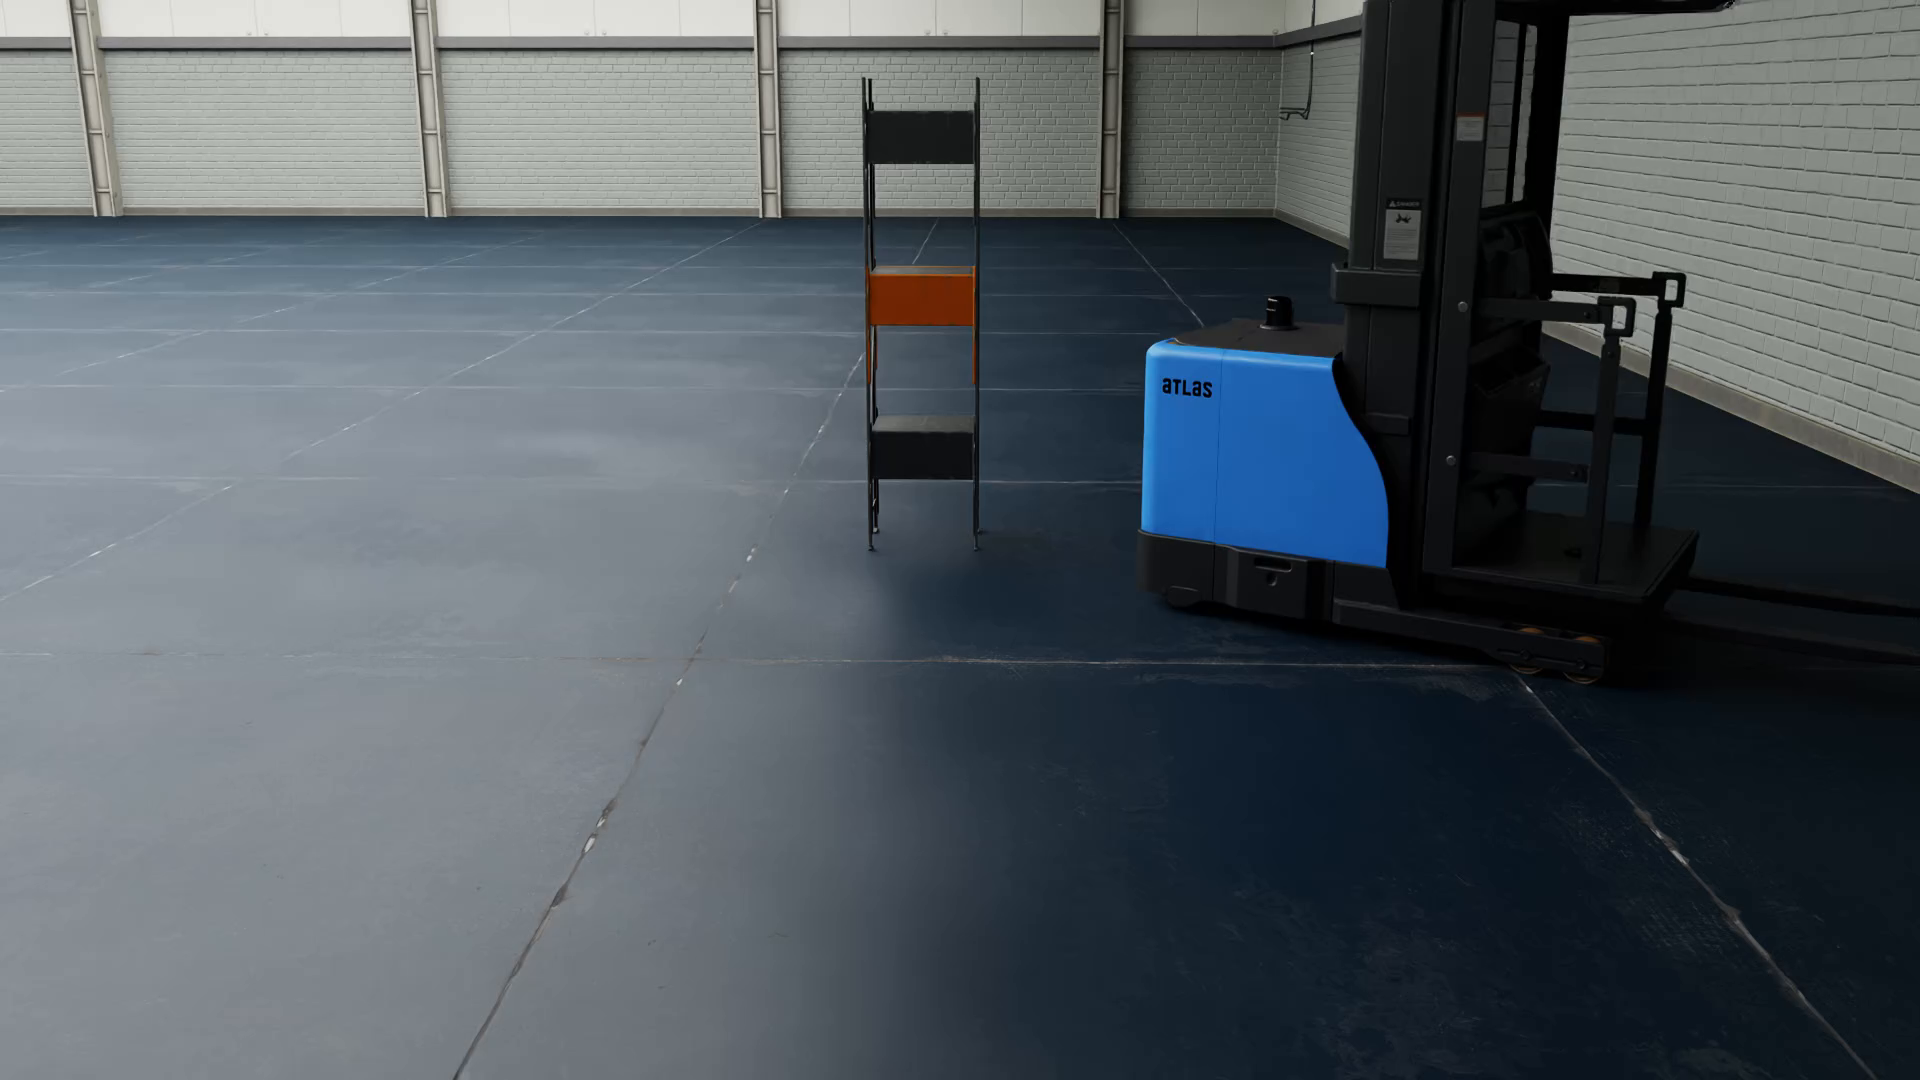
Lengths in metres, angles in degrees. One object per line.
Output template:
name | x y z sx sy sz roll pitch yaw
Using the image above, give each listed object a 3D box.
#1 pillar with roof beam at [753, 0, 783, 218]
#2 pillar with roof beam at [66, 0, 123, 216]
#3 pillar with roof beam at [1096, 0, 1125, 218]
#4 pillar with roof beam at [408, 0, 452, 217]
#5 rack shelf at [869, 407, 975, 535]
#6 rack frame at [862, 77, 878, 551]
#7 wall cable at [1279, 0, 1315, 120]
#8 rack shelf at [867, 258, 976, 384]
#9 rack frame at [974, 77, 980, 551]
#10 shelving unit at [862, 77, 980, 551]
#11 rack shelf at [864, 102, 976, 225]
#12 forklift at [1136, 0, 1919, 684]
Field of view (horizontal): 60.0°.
pillar with roof beam | -3.481 -9.031 24.432 0.400 9.000 9.100 0 15 1
pillar with roof beam | -15.477 -9.110 24.728 0.400 9.000 9.100 0 15 1
pillar with roof beam | 2.517 -8.992 24.283 0.400 9.000 9.100 0 15 1
pillar with roof beam | -9.479 -9.070 24.580 0.400 9.000 9.100 0 15 1
rack shelf | -0.165 -0.326 7.758 0.480 0.518 0.431 0 15 1
rack frame | -0.409 -1.018 7.582 0.015 2.100 0.400 0 15 1
wall cable | 5.538 -8.232 27.490 0.112 2.526 3.097 0 15 1
rack shelf | -0.165 -1.003 7.580 0.480 0.518 0.431 0 15 1
rack frame | 0.078 -1.015 7.570 0.015 2.100 0.400 0 15 1
shelving unit | -0.165 -1.016 7.576 0.503 2.100 0.431 0 15 1
rack shelf | -0.165 -1.680 7.401 0.480 0.518 0.431 0 15 1
forklift | 2.248 -1.060 6.114 3.031 2.935 1.130 9 17 31
